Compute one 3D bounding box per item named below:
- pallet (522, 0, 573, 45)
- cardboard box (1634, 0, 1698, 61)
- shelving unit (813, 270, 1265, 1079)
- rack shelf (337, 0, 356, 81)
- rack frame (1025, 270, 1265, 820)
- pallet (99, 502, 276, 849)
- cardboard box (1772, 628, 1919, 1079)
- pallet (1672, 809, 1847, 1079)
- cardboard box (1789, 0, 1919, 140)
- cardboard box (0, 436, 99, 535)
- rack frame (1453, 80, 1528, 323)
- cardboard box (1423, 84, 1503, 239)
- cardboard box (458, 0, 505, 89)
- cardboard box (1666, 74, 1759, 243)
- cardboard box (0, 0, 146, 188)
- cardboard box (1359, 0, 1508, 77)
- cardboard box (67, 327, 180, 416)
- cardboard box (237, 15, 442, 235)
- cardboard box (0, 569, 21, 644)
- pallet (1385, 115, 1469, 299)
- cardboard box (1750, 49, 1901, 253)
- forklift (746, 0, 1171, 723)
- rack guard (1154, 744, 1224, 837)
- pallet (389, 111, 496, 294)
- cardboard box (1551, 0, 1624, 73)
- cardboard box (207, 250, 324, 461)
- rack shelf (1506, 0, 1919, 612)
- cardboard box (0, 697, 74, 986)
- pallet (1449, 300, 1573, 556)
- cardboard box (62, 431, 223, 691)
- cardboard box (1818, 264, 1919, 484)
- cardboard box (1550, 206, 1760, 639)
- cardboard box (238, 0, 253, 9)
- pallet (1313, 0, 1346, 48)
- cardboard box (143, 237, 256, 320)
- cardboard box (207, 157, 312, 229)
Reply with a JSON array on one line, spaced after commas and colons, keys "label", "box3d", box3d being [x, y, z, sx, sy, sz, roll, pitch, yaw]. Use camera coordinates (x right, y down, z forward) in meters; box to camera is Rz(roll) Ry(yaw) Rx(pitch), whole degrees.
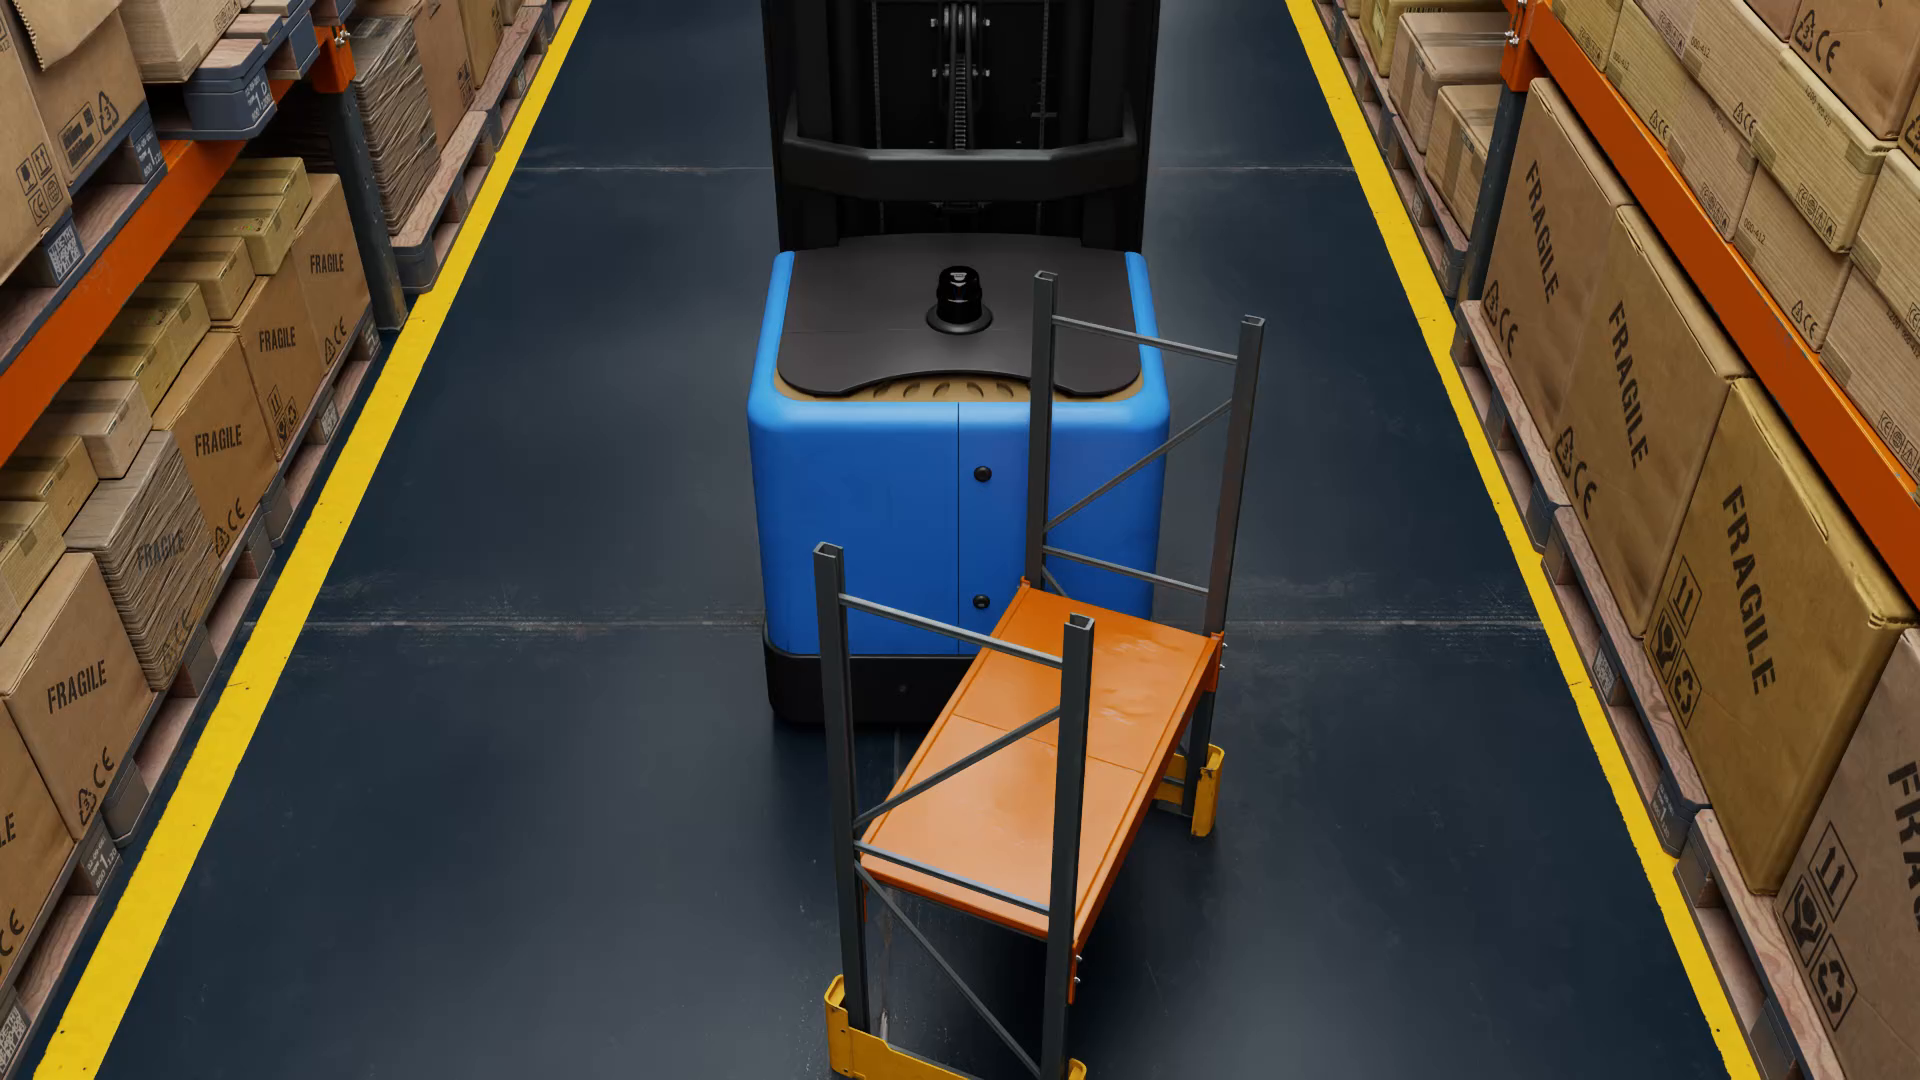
[{"label": "pallet", "box3d": [-2.556, -2.935, 8.744, 1.003, 0.211, 1.213, 0, 39, 0]}, {"label": "cardboard box", "box3d": [2.126, -1.485, 4.424, 0.500, 0.250, 0.500, 1, 39, 1]}, {"label": "shelving unit", "box3d": [0.185, 0.373, 3.585, 0.587, 1.500, 1.083, 15, 41, 18]}, {"label": "rack shelf", "box3d": [-2.593, -2.953, 7.111, 1.077, 0.370, 4.000, 0, 39, 0]}, {"label": "rack frame", "box3d": [0.393, 0.077, 3.955, 0.500, 1.500, 0.032, 15, 41, 18]}, {"label": "pallet", "box3d": [-2.629, 0.334, 4.665, 1.003, 0.211, 1.213, 0, 39, 0]}, {"label": "cardboard box", "box3d": [2.297, 0.791, 3.228, 0.875, 0.875, 0.875, 1, 39, 1]}, {"label": "pallet", "box3d": [2.301, 1.119, 3.685, 1.003, 0.211, 1.213, 0, 39, 0]}, {"label": "cardboard box", "box3d": [2.121, -1.160, 3.419, 0.500, 0.500, 0.500, 1, 39, 1]}, {"label": "cardboard box", "box3d": [-2.414, -0.133, 4.161, 0.380, 0.149, 0.250, 0, 39, 0]}, {"label": "rack frame", "box3d": [2.373, -1.988, 5.333, 1.000, 3.000, 0.127, 0, 39, 0]}, {"label": "cardboard box", "box3d": [2.382, -1.480, 6.464, 0.950, 0.372, 0.625, -2, 39, -3]}, {"label": "cardboard box", "box3d": [-2.588, -2.439, 7.459, 0.875, 0.625, 0.625, -2, 39, -2]}, {"label": "cardboard box", "box3d": [2.135, -0.975, 4.187, 0.500, 0.250, 0.500, 1, 39, 1]}, {"label": "cardboard box", "box3d": [-2.404, -1.166, 3.888, 0.797, 0.503, 0.637, -1, 39, -1]}, {"label": "cardboard box", "box3d": [2.378, -2.416, 7.632, 0.950, 0.372, 0.625, 1, 39, 1]}, {"label": "cardboard box", "box3d": [-2.394, -0.459, 4.568, 0.380, 0.149, 0.250, -1, 39, -1]}, {"label": "cardboard box", "box3d": [-2.578, -1.610, 6.423, 0.875, 0.625, 0.625, 1, 39, 1]}, {"label": "cardboard box", "box3d": [-2.387, 0.191, 3.757, 0.380, 0.149, 0.250, 0, 39, 0]}, {"label": "pallet", "box3d": [2.373, -1.389, 6.814, 1.003, 0.211, 1.213, 0, 39, 0]}, {"label": "cardboard box", "box3d": [2.101, -0.856, 3.639, 0.500, 0.250, 0.500, 1, 39, 1]}, {"label": "forklift", "box3d": [0.003, -1.538, 4.825, 1.130, 2.935, 3.031, 0, 39, 0]}, {"label": "rack guard", "box3d": [0.385, 0.576, 4.332, 0.587, 0.250, 0.087, 15, 41, 18]}, {"label": "pallet", "box3d": [-2.553, -1.409, 6.840, 1.003, 0.211, 1.213, 0, 39, 0]}, {"label": "cardboard box", "box3d": [2.122, -1.624, 4.997, 0.500, 0.250, 0.500, -1, 39, -1]}, {"label": "cardboard box", "box3d": [-2.385, -0.594, 5.255, 0.500, 0.500, 0.500, -1, 39, -1]}, {"label": "rack shelf", "box3d": [2.375, -0.457, 3.997, 1.077, 0.370, 4.000, 0, 39, 0]}, {"label": "cardboard box", "box3d": [-2.372, 0.695, 3.647, 0.500, 0.500, 0.500, -1, 39, -1]}, {"label": "pallet", "box3d": [2.298, -0.407, 5.589, 1.003, 0.211, 1.213, 0, 39, 0]}, {"label": "cardboard box", "box3d": [-2.363, 0.058, 4.442, 0.500, 0.500, 0.500, -1, 39, -2]}, {"label": "cardboard box", "box3d": [2.144, -0.343, 3.399, 0.500, 0.250, 0.500, -1, 39, -1]}, {"label": "cardboard box", "box3d": [2.287, -0.333, 4.631, 0.875, 0.875, 0.875, 0, 39, 1]}, {"label": "cardboard box", "box3d": [-2.207, -1.638, 4.760, 0.380, 0.149, 0.250, 1, 39, 1]}, {"label": "pallet", "box3d": [2.370, -2.915, 8.718, 1.003, 0.211, 1.213, 0, 39, 0]}, {"label": "cardboard box", "box3d": [-2.350, -0.780, 4.969, 0.380, 0.149, 0.250, -1, 39, -2]}, {"label": "cardboard box", "box3d": [-2.337, -1.115, 5.388, 0.380, 0.149, 0.250, -2, 39, -2]}]
